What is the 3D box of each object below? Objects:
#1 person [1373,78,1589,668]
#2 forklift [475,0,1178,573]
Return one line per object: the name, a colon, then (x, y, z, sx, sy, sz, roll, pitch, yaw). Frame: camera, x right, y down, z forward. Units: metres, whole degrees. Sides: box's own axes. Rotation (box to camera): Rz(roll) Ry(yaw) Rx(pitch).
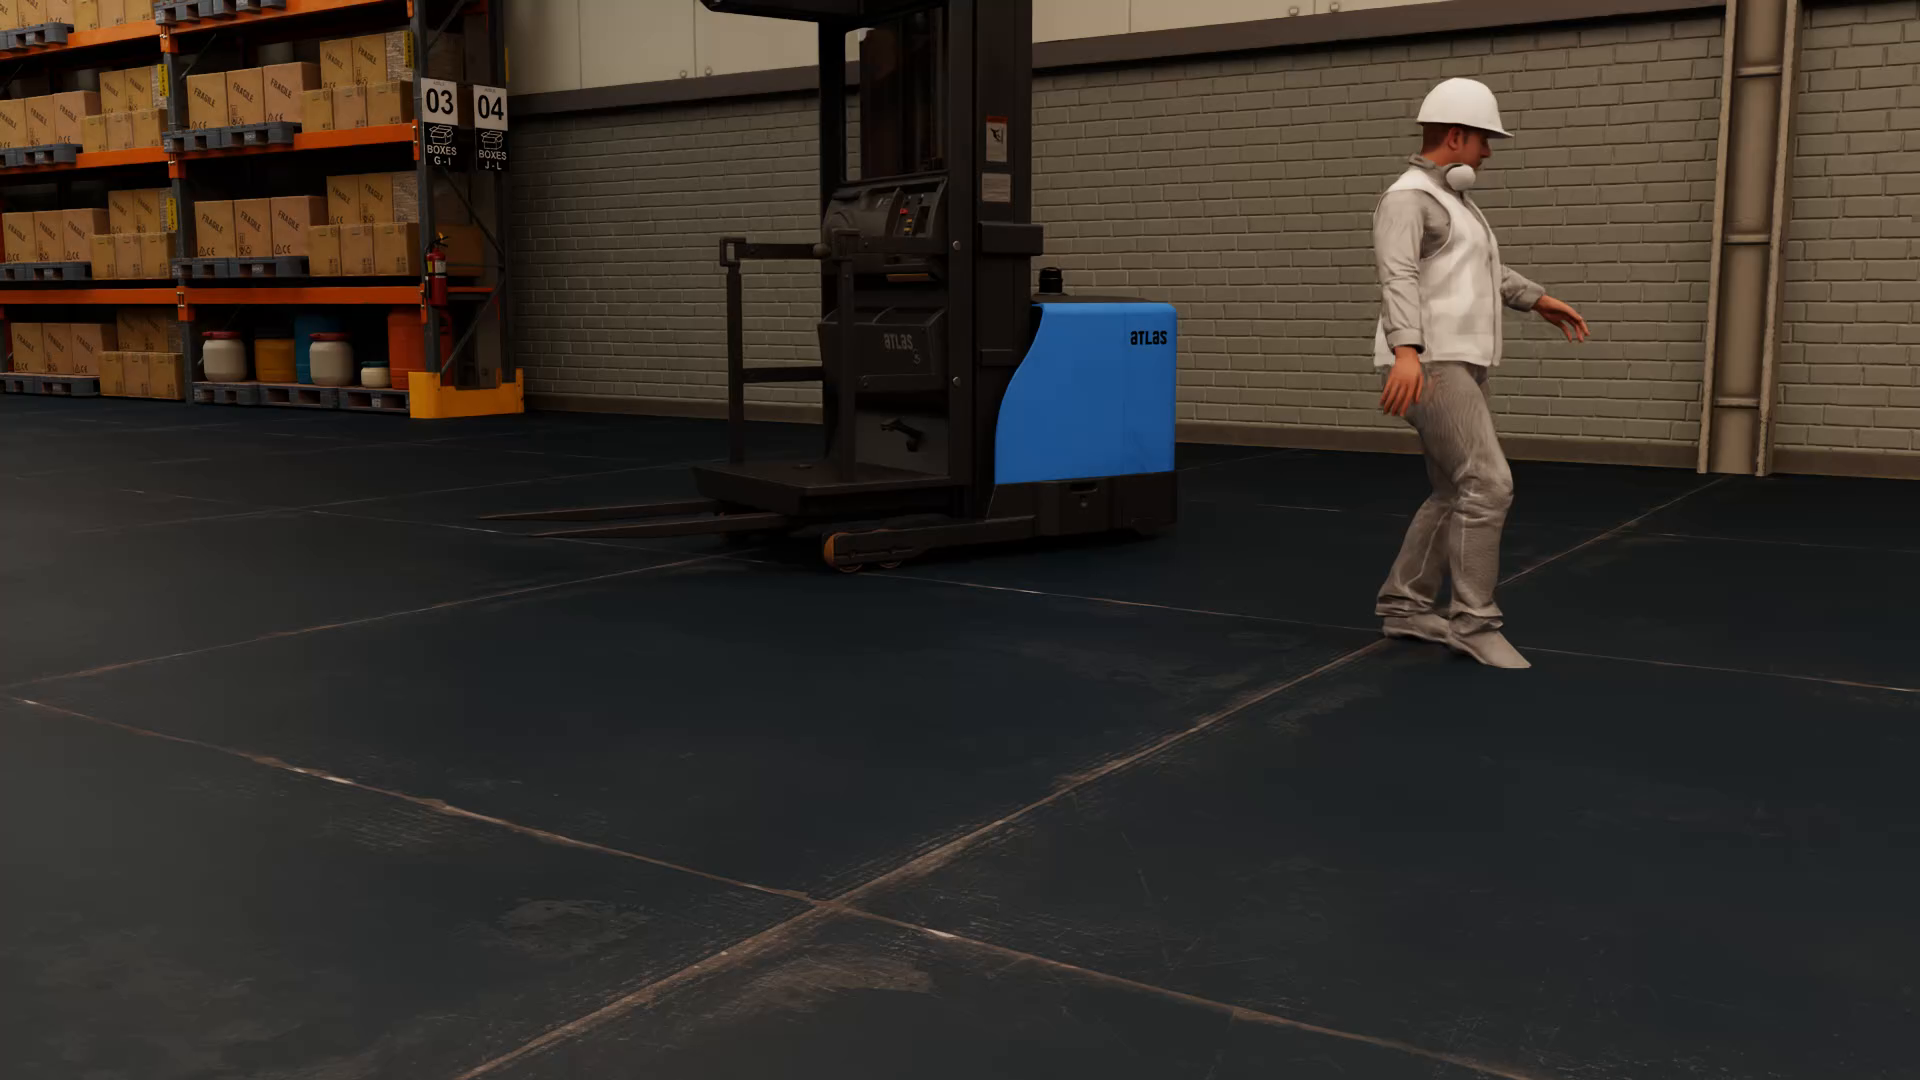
person: (1.558, -0.500, 5.105, 0.580, 1.799, 0.955, 5, 10, 33)
forklift: (-0.507, -1.403, 7.061, 3.031, 2.935, 1.130, -5, 10, -33)
